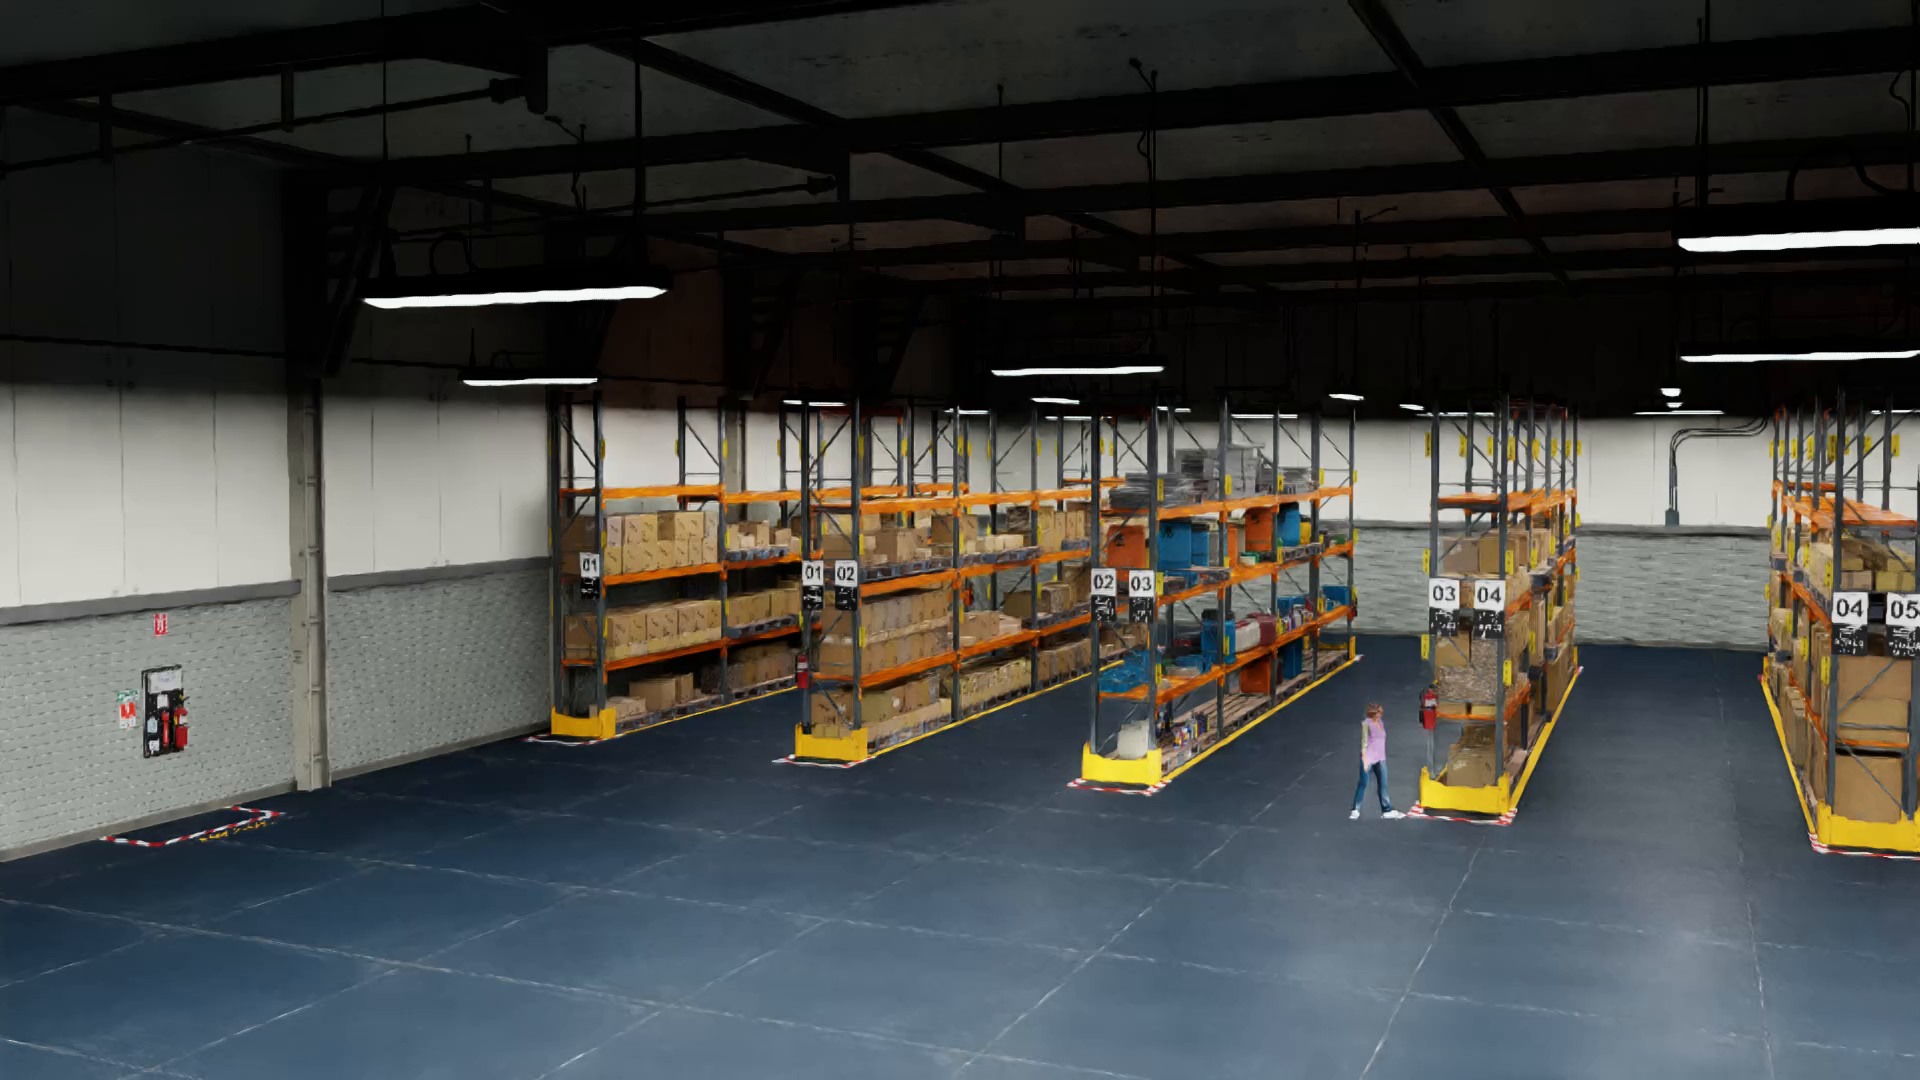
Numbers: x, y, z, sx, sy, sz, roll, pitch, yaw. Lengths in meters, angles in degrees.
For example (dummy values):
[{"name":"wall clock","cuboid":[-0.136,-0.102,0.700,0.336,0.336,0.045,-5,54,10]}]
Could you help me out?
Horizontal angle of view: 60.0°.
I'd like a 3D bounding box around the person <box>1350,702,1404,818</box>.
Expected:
[{"name":"person","cuboid":[5.590,2.958,22.389,0.636,1.586,0.527,-2,4,-32]}]
